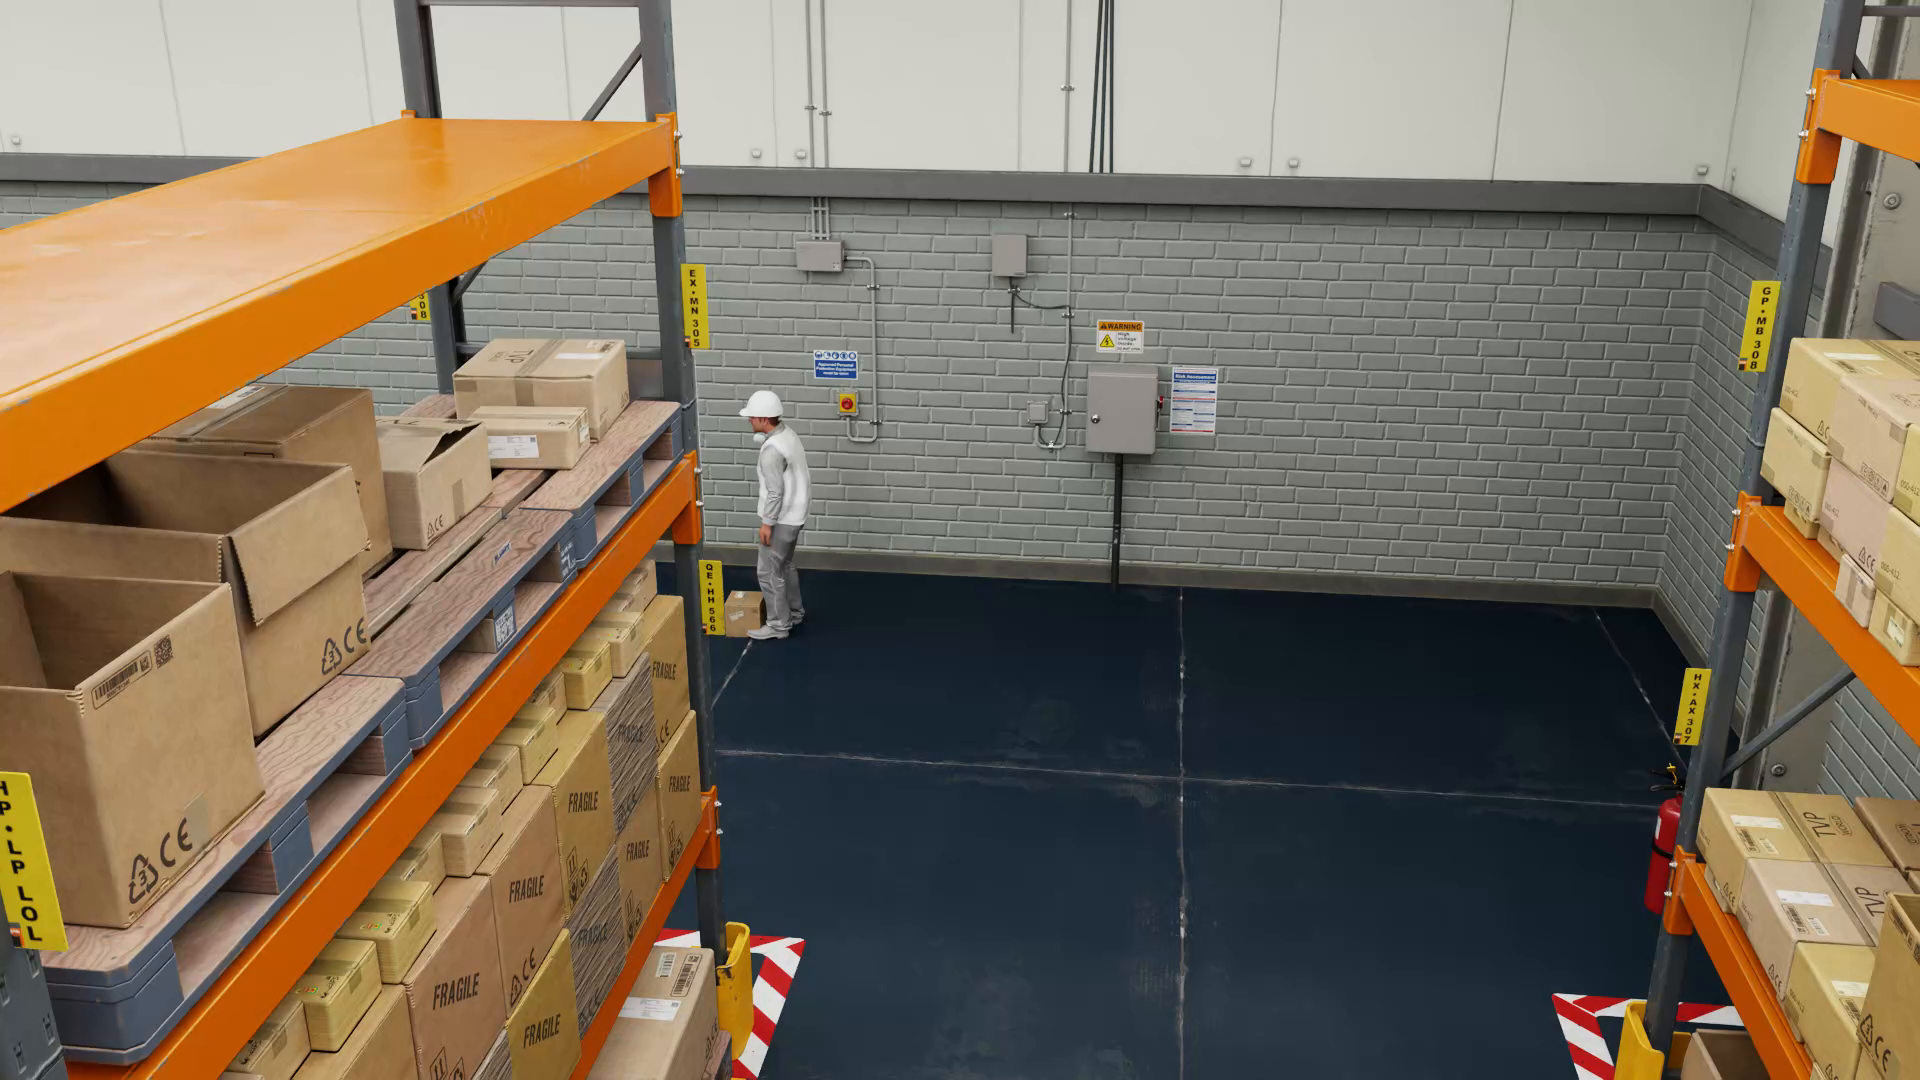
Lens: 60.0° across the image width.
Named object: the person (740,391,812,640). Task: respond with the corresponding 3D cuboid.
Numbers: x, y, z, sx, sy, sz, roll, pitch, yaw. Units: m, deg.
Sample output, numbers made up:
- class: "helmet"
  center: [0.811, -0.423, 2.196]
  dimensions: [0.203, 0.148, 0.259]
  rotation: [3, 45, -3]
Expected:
- class: "person"
  center: [-1.258, -0.178, 11.510]
  dimensions: [0.464, 1.771, 0.580]
  rotation: [3, 21, 7]
